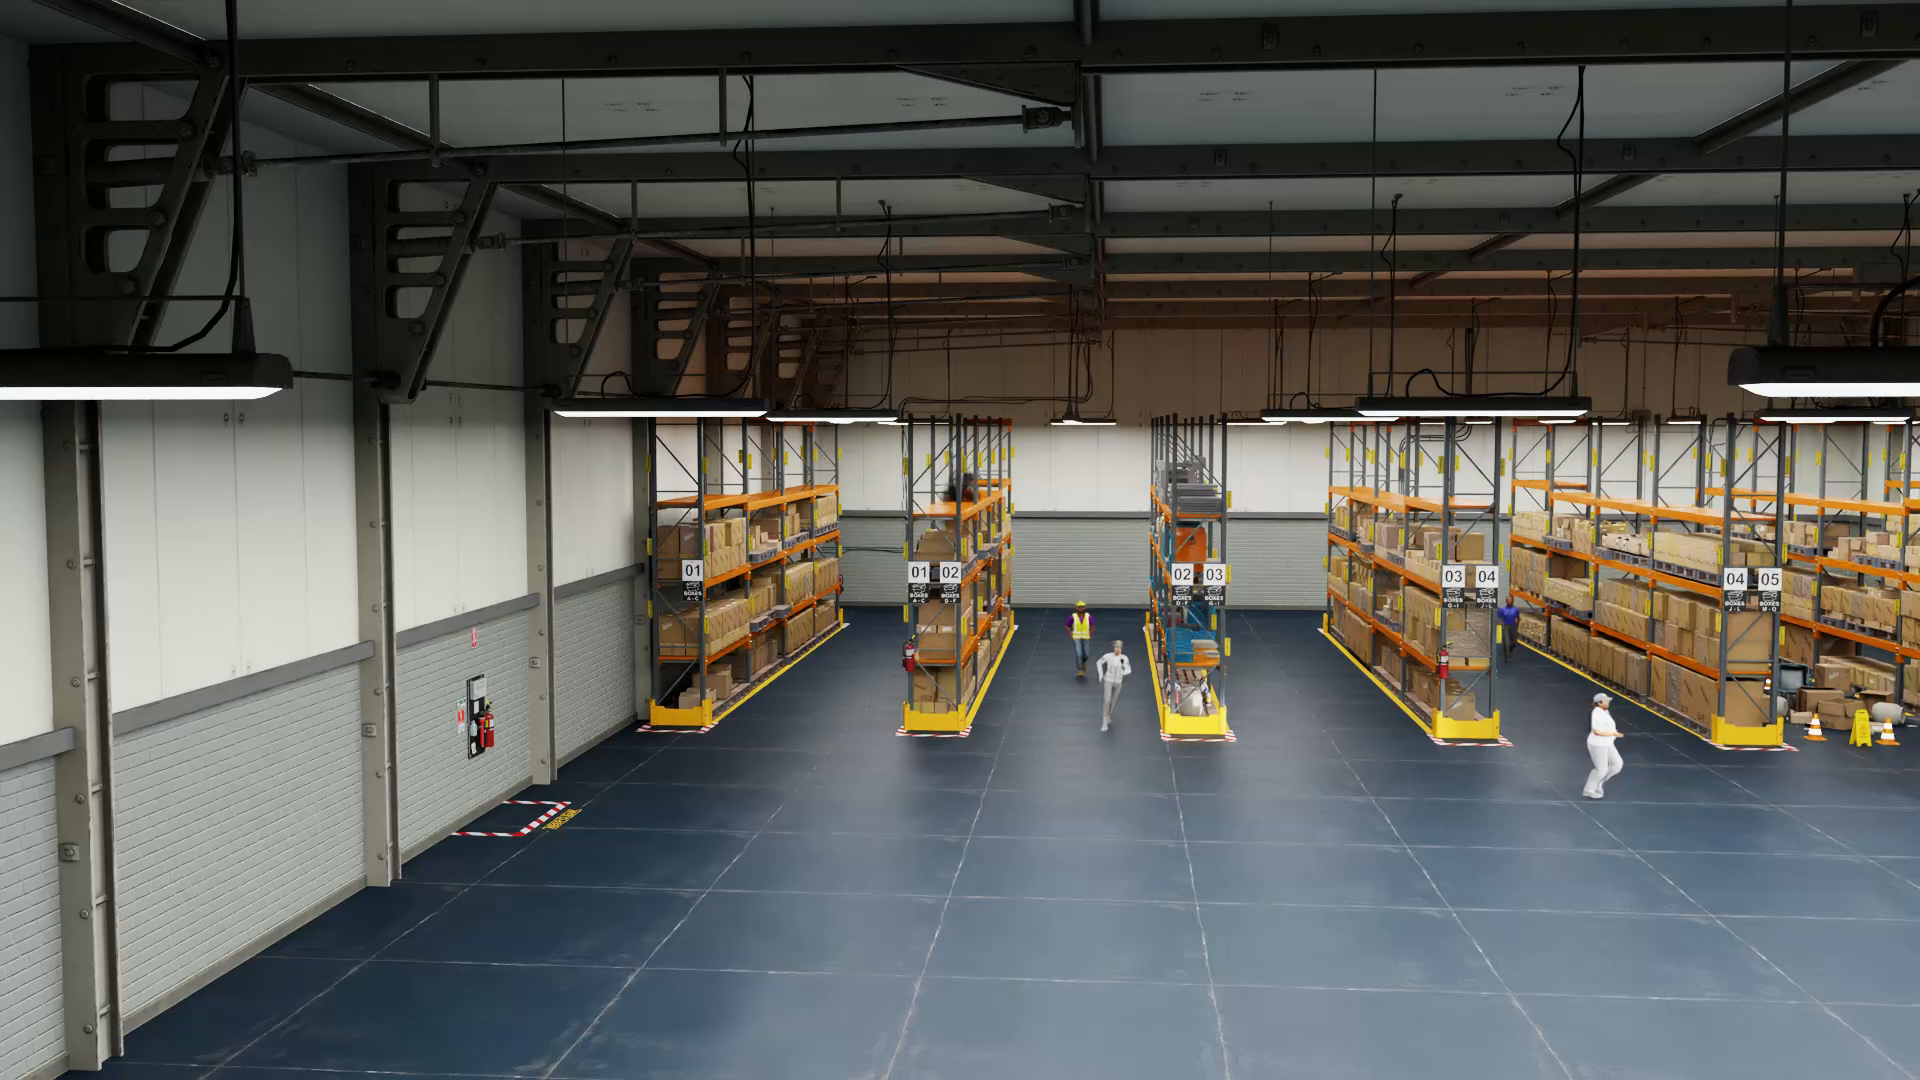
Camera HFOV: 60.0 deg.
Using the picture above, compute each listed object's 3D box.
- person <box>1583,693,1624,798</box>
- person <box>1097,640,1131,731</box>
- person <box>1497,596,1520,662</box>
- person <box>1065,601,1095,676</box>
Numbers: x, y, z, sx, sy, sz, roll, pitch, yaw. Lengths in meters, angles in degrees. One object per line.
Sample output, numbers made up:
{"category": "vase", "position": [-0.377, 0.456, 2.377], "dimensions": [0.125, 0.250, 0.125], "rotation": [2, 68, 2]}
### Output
{"category": "person", "position": [9.954, 3.174, 25.660], "dimensions": [0.605, 1.634, 0.582], "rotation": [3, 5, 36]}
{"category": "person", "position": [2.951, 2.758, 31.812], "dimensions": [0.627, 1.701, 0.849], "rotation": [0, 4, -6]}
{"category": "person", "position": [13.427, 2.187, 40.701], "dimensions": [0.573, 1.593, 0.584], "rotation": [1, 4, 9]}
{"category": "person", "position": [2.786, 2.275, 38.471], "dimensions": [0.700, 1.719, 0.625], "rotation": [0, 4, -4]}
